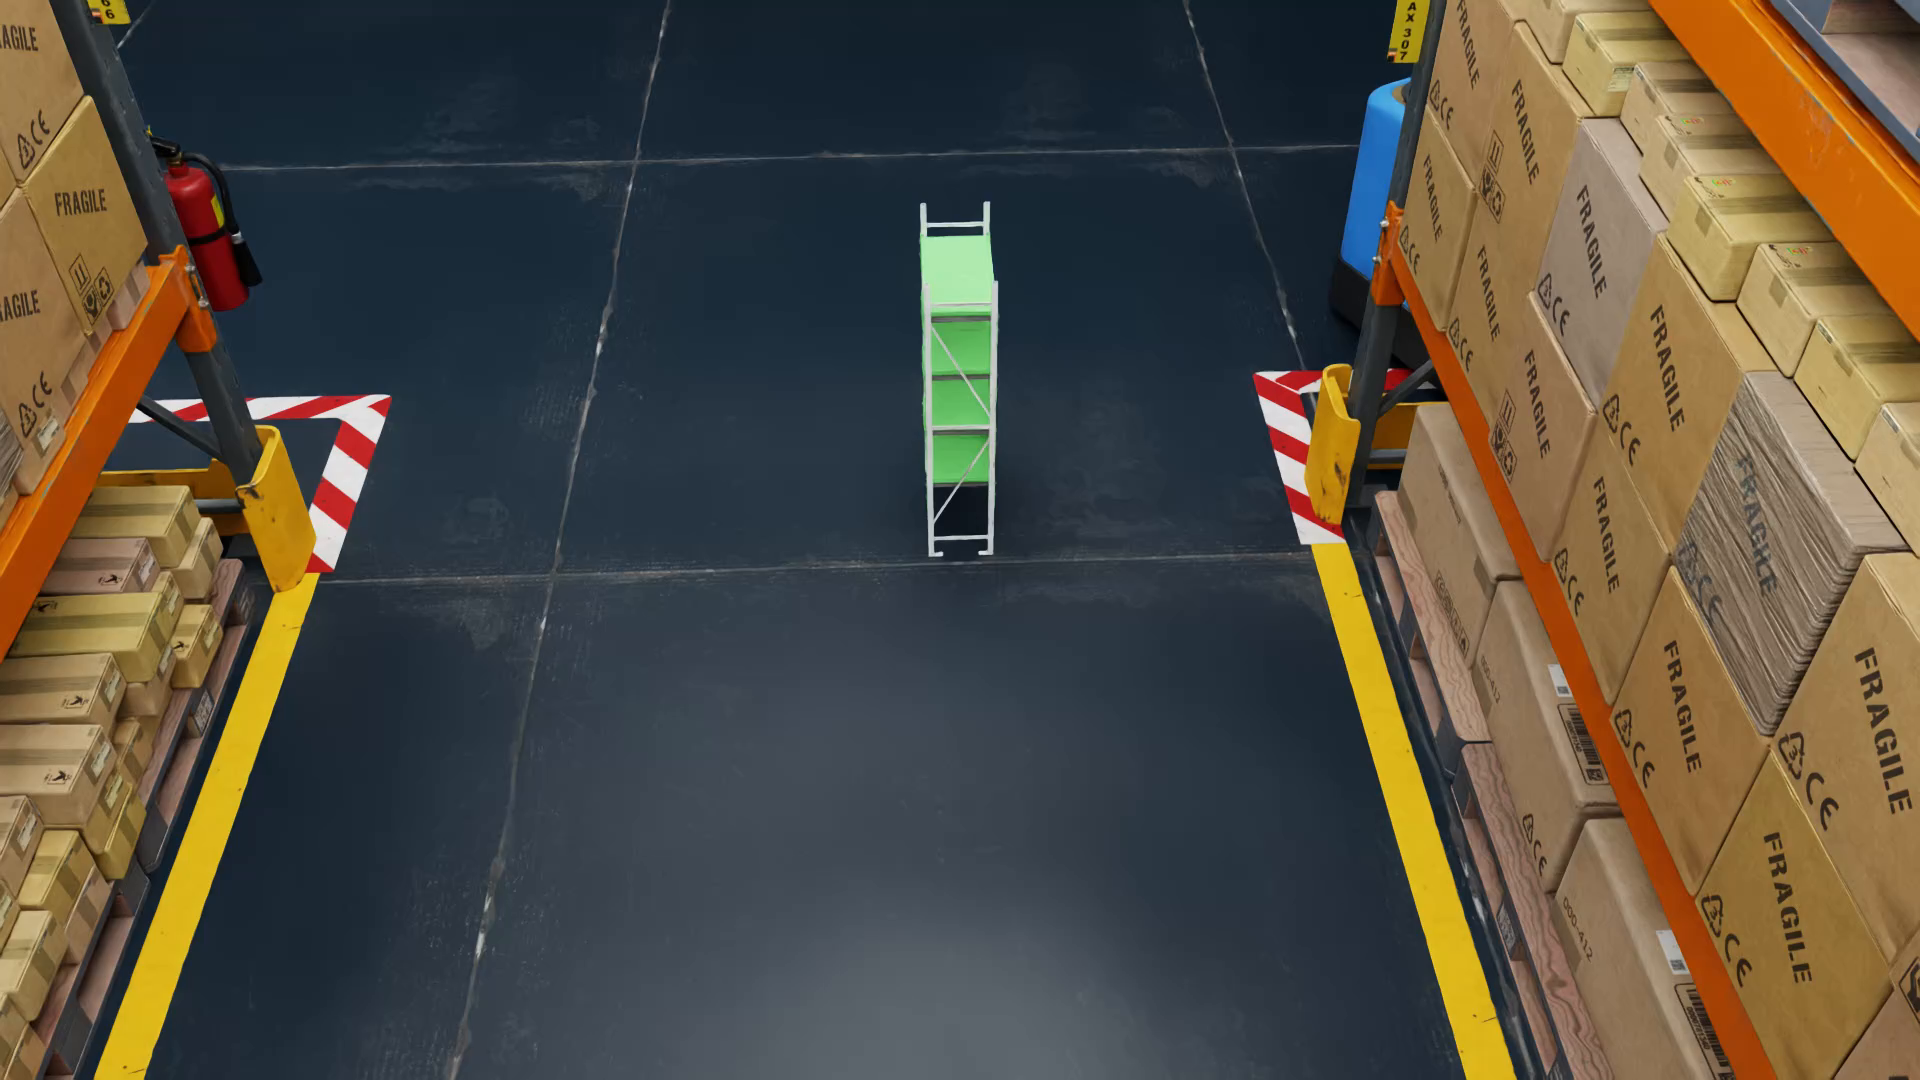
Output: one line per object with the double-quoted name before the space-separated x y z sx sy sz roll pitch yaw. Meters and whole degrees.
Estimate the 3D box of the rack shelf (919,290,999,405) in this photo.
"rack shelf" -0.007 -0.684 5.848 0.258 0.148 0.480 -2 43 -2

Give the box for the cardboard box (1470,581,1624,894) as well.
"cardboard box" 2.114 0.572 4.992 0.875 0.438 0.875 -1 43 -1

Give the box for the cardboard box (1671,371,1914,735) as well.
"cardboard box" 1.768 0.020 3.195 0.500 0.500 0.500 -1 43 -1

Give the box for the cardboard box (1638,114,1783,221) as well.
"cardboard box" 1.717 -0.799 3.608 0.380 0.149 0.250 -1 43 -1

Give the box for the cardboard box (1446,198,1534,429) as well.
"cardboard box" 1.721 -0.642 4.657 0.500 0.500 0.500 -2 43 -2

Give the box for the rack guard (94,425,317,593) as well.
"rack guard" -3.000 -0.095 5.984 1.175 0.500 0.348 -2 43 -2

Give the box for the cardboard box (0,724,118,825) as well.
"cardboard box" -2.621 0.658 4.671 0.380 0.149 0.250 0 43 0

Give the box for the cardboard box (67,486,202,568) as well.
"cardboard box" -2.727 -0.041 5.434 0.380 0.149 0.250 -1 43 -1

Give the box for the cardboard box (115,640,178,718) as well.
"cardboard box" -2.671 0.417 5.154 0.380 0.149 0.250 -3 43 -4

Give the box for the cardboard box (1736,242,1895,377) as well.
"cardboard box" 1.761 -0.452 3.229 0.380 0.149 0.250 -2 43 -2

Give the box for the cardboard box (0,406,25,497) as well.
"cardboard box" -2.679 -0.229 3.986 0.500 0.500 0.500 -2 43 -2

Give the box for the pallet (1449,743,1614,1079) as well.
"pallet" 2.099 1.109 4.884 1.003 0.211 1.213 -2 43 -2

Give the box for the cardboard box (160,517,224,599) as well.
"cardboard box" -2.695 0.066 5.536 0.380 0.149 0.250 -3 43 -3

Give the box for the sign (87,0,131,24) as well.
"sign" -2.447 -1.614 4.700 0.100 0.325 0.005 -2 43 -2

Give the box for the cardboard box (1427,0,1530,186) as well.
"cardboard box" 1.674 -1.352 4.691 0.500 0.500 0.500 -3 43 -3

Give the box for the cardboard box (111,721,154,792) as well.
"cardboard box" -2.711 0.695 5.071 0.380 0.149 0.250 -1 43 -1

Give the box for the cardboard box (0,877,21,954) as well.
"cardboard box" -2.681 1.015 4.282 0.380 0.149 0.250 -1 43 -2

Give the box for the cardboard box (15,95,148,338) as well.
"cardboard box" -2.727 -0.919 4.738 0.500 0.500 0.500 -1 43 -1

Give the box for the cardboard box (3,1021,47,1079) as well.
"cardboard box" -2.623 1.399 4.303 0.380 0.149 0.250 -3 43 -3

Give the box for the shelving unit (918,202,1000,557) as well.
"shelving unit" -0.007 -0.554 5.966 0.258 1.200 0.503 -2 43 -2

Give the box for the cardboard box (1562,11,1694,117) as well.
"cardboard box" 1.685 -1.145 3.985 0.380 0.149 0.250 -3 43 -3

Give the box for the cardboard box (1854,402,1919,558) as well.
"cardboard box" 1.798 -0.109 2.855 0.380 0.149 0.250 -2 43 -2

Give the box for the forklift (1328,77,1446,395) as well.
"forklift" 3.151 -2.299 6.589 3.031 2.935 1.130 -21 47 -21

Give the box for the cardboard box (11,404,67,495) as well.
"cardboard box" -2.674 -0.254 4.493 0.380 0.149 0.250 -1 43 -1

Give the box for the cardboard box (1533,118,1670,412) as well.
"cardboard box" 1.733 -0.656 3.931 0.500 0.500 0.500 -2 43 -2

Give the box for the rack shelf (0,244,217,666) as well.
"rack shelf" -2.918 0.547 3.965 1.077 0.370 4.000 -2 43 -2

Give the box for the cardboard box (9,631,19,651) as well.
"cardboard box" -3.207 0.365 5.431 0.380 0.149 0.250 -2 43 -2

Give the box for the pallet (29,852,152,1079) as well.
"pallet" -2.952 1.382 4.586 1.003 0.211 1.213 -2 43 -2

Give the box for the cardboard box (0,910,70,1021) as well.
"cardboard box" -2.605 1.125 4.381 0.380 0.149 0.250 -1 43 -1

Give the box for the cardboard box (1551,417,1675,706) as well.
"cardboard box" 1.763 0.039 3.913 0.500 0.500 0.500 0 43 0

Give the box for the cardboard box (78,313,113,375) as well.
"cardboard box" -2.734 -0.595 4.865 0.380 0.149 0.250 -2 43 -2

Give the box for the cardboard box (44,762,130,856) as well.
"cardboard box" -2.637 0.766 4.773 0.380 0.149 0.250 -1 43 -1

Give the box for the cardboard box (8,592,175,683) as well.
"cardboard box" -2.636 0.301 5.060 0.380 0.149 0.250 -3 43 -3

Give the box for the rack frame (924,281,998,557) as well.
"rack frame" 0.003 -0.389 5.787 0.240 1.200 0.015 -2 43 -2

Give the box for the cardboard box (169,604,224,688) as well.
"cardboard box" -2.660 0.348 5.449 0.380 0.149 0.250 0 43 0

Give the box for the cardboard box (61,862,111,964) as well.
"cardboard box" -2.646 1.051 4.683 0.380 0.149 0.250 -1 43 -1

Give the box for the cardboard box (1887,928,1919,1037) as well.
"cardboard box" 1.812 0.706 2.446 0.500 0.500 0.500 -2 43 -2

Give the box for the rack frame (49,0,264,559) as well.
"rack frame" -3.003 -1.068 5.195 1.000 3.000 0.127 -2 43 -2

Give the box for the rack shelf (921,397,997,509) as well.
"rack shelf" -0.007 -0.330 6.172 0.258 0.148 0.480 -2 43 -2

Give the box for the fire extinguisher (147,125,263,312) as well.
"fire extinguisher" -2.552 -1.085 5.547 0.296 0.674 0.183 -2 43 -2

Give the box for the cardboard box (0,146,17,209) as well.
"cardboard box" -2.713 -0.939 4.021 0.500 0.500 0.500 -3 43 -3

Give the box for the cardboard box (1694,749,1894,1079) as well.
"cardboard box" 1.806 0.732 3.157 0.500 0.500 0.500 -3 43 -3
